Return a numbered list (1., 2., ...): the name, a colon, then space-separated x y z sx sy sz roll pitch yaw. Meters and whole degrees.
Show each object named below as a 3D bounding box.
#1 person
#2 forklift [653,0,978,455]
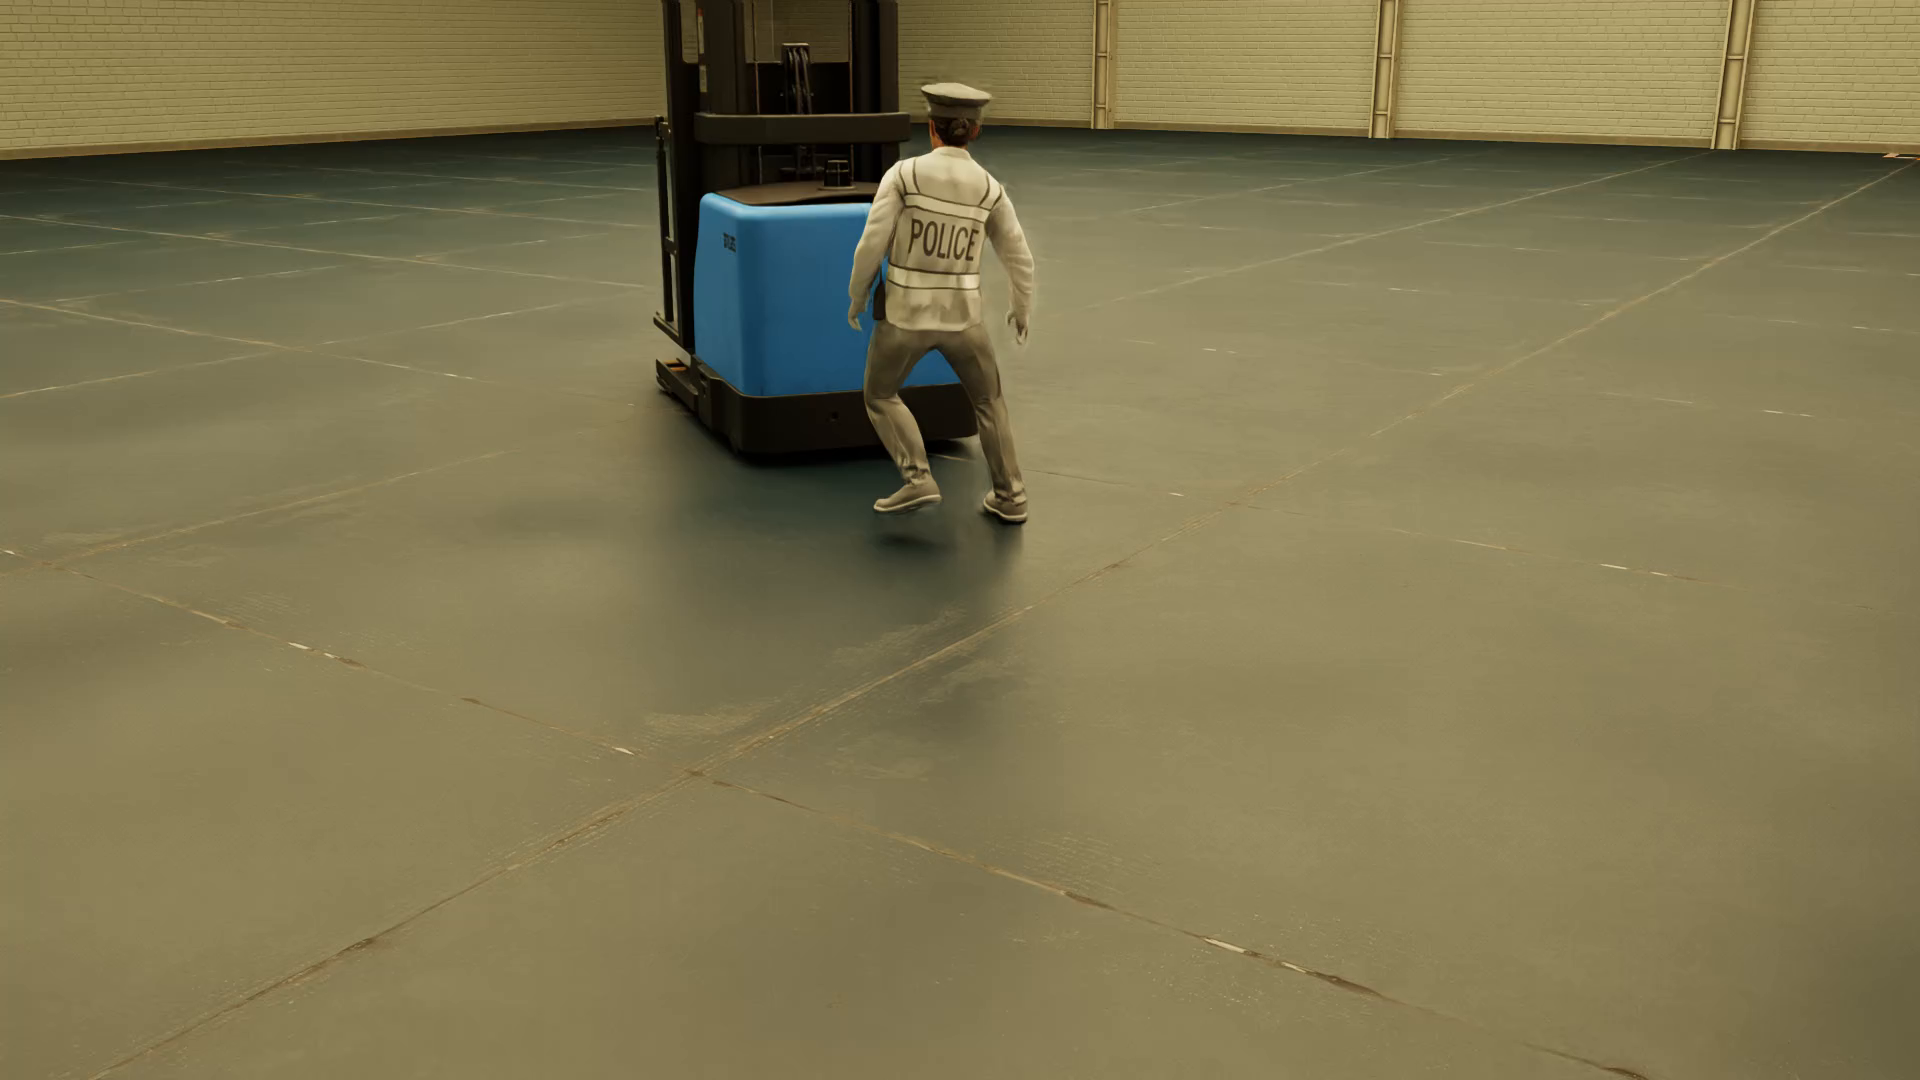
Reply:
1. person: -0.051 -0.806 5.889 0.687 1.569 0.498 -4 17 -12
2. forklift: -0.909 -2.141 7.992 1.130 2.935 3.031 -6 18 -19
